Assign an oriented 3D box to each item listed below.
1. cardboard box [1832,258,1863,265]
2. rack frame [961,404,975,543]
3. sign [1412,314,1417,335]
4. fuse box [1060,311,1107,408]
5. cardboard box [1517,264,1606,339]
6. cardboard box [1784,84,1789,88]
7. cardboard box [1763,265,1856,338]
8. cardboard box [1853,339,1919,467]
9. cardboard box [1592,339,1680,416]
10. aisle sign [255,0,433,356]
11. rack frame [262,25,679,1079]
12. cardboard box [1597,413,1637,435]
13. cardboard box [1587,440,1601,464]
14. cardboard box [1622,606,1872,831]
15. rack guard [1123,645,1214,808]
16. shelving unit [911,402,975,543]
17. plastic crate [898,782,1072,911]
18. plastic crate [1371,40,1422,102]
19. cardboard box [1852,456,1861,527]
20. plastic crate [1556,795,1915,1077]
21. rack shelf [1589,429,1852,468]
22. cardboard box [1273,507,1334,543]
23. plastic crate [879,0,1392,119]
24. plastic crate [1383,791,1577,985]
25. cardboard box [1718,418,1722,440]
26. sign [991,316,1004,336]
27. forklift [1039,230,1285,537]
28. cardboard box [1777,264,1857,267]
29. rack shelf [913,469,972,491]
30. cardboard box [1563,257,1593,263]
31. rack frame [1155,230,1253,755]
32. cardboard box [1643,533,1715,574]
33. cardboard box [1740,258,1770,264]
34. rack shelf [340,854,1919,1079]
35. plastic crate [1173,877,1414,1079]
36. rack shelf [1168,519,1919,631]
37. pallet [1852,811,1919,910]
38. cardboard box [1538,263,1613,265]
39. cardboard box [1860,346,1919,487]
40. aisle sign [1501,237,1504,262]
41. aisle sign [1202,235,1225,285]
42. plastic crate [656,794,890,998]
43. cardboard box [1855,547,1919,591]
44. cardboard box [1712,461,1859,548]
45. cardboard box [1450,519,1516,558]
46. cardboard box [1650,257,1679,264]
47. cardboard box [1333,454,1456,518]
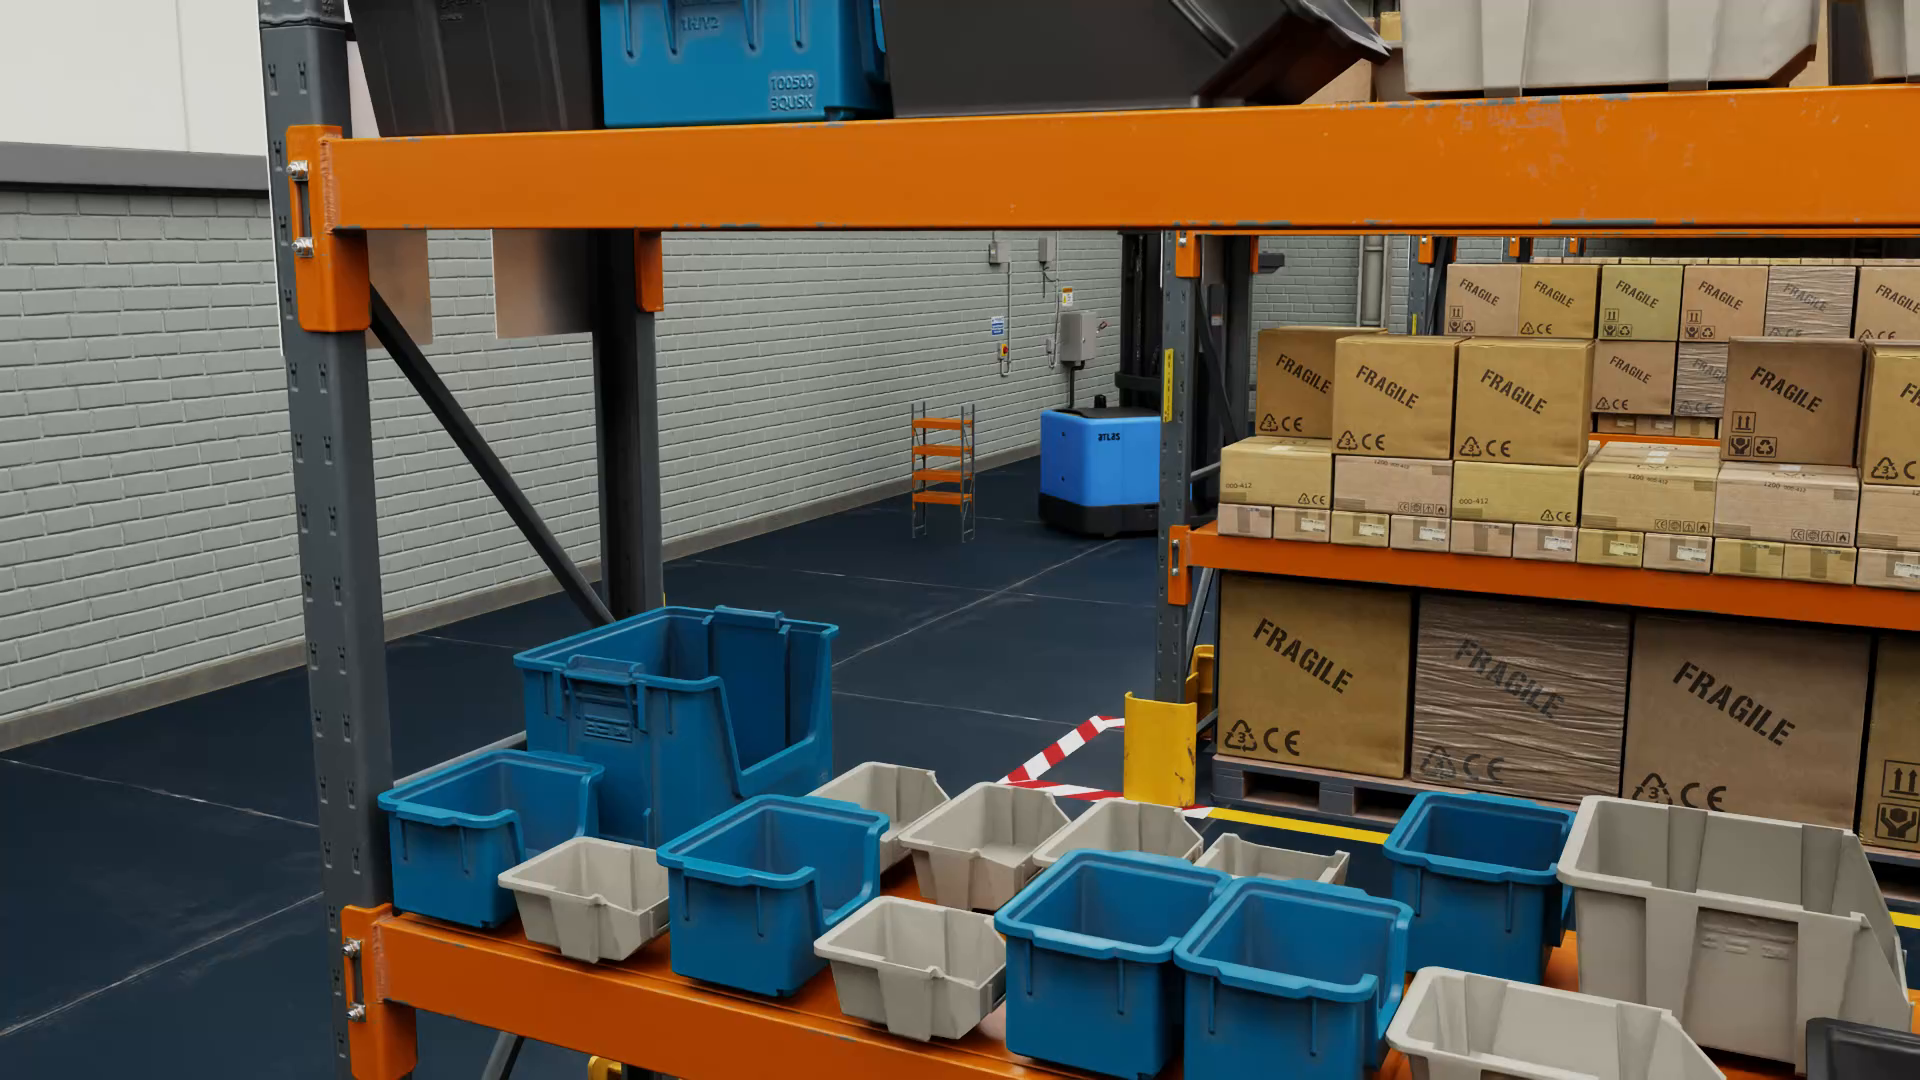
[{"bbox_3d":[8.105,-2.499,15.204,0.250,0.149,0.380,5,11,25],"label":"cardboard box"},{"bbox_3d":[0.070,-0.584,14.589,0.015,1.200,0.240,5,11,26],"label":"rack frame"},{"bbox_3d":[3.238,-1.445,11.858,0.005,0.325,0.100,5,11,26],"label":"sign"},{"bbox_3d":[1.570,-2.034,21.166,0.414,1.711,0.539,5,11,26],"label":"fuse box"},{"bbox_3d":[4.218,-1.676,11.646,0.500,0.500,0.500,5,12,27],"label":"cardboard box"},{"bbox_3d":[3.165,-1.946,6.896,0.500,0.500,0.700,6,12,28],"label":"cardboard box"},{"bbox_3d":[5.605,-1.554,10.970,0.500,0.500,0.500,5,12,27],"label":"cardboard box"},{"bbox_3d":[4.025,-0.566,6.915,0.500,0.500,0.500,5,11,26],"label":"cardboard box"},{"bbox_3d":[4.683,-1.143,11.505,0.500,0.500,0.500,5,11,27],"label":"cardboard box"},{"bbox_3d":[-1.195,-0.767,3.248,0.004,0.787,0.394,5,11,26],"label":"aisle sign"},{"bbox_3d":[-0.999,0.470,3.711,0.127,3.000,1.000,5,11,26],"label":"rack frame"},{"bbox_3d":[4.613,-0.837,11.636,0.250,0.149,0.380,5,11,25],"label":"cardboard box"},{"bbox_3d":[2.655,-0.318,7.649,0.500,0.250,0.500,5,11,24],"label":"cardboard box"},{"bbox_3d":[3.416,0.697,7.241,0.875,0.875,0.875,5,11,26],"label":"cardboard box"},{"bbox_3d":[1.171,0.907,8.314,0.348,0.500,1.175,5,11,26],"label":"rack guard"},{"bbox_3d":[-0.148,-0.603,14.695,0.503,1.200,0.258,5,11,26],"label":"shelving unit"},{"bbox_3d":[0.066,0.631,3.394,0.243,0.136,0.396,5,11,26],"label":"plastic crate"},{"bbox_3d":[0.964,-0.753,2.786,0.530,0.136,0.437,5,11,26],"label":"plastic crate"},{"bbox_3d":[4.030,-0.197,6.983,0.500,0.250,0.500,5,11,26],"label":"cardboard box"},{"bbox_3d":[1.300,0.664,2.802,0.530,0.282,0.437,5,11,26],"label":"plastic crate"},{"bbox_3d":[5.271,-0.594,11.607,4.000,0.370,1.077,5,11,26],"label":"rack shelf"},{"bbox_3d":[1.595,-0.097,7.547,0.250,0.149,0.380,5,11,25],"label":"cardboard box"},{"bbox_3d":[0.249,-0.811,2.541,0.767,0.338,0.504,5,11,26],"label":"plastic crate"},{"bbox_3d":[0.956,0.644,3.052,0.300,0.233,0.416,5,11,26],"label":"plastic crate"},{"bbox_3d":[5.271,-0.763,11.230,0.250,0.149,0.380,5,12,27],"label":"cardboard box"},{"bbox_3d":[0.434,-2.474,19.221,0.001,0.218,0.327,5,11,26],"label":"sign"},{"bbox_3d":[2.300,-1.611,15.402,3.031,2.935,1.130,-4,11,-22],"label":"forklift"},{"bbox_3d":[5.858,-1.635,11.419,0.500,0.500,0.500,5,12,27],"label":"cardboard box"},{"bbox_3d":[-0.148,-0.537,14.707,0.480,0.148,0.258,5,11,26],"label":"rack shelf"},{"bbox_3d":[6.040,-2.683,16.220,0.250,0.149,0.380,5,12,27],"label":"cardboard box"},{"bbox_3d":[1.192,-0.321,8.081,0.127,3.000,1.000,5,11,26],"label":"rack frame"},{"bbox_3d":[2.981,0.025,6.877,0.250,0.149,0.380,5,12,27],"label":"cardboard box"},{"bbox_3d":[7.402,-2.550,15.488,0.250,0.149,0.380,5,11,26],"label":"cardboard box"},{"bbox_3d":[0.794,0.982,2.904,4.000,0.370,1.077,5,11,26],"label":"rack shelf"},{"bbox_3d":[0.526,0.722,2.618,0.300,0.233,0.416,5,11,26],"label":"plastic crate"},{"bbox_3d":[2.986,0.191,7.275,4.000,0.370,1.077,5,11,26],"label":"rack shelf"},{"bbox_3d":[4.132,1.294,6.988,1.213,0.211,1.003,5,11,26],"label":"pallet"},{"bbox_3d":[4.452,-1.757,12.089,0.500,0.500,0.500,5,11,24],"label":"cardboard box"},{"bbox_3d":[3.801,-0.481,6.446,0.500,0.500,0.500,5,11,26],"label":"cardboard box"},{"bbox_3d":[5.384,-3.142,16.370,0.004,0.787,0.394,5,11,26],"label":"aisle sign"},{"bbox_3d":[1.260,-1.654,8.146,0.004,0.787,0.394,5,11,26],"label":"aisle sign"},{"bbox_3d":[-0.333,0.647,3.035,0.300,0.233,0.416,5,11,26],"label":"plastic crate"},{"bbox_3d":[3.669,0.085,6.541,0.250,0.149,0.380,5,12,27],"label":"cardboard box"},{"bbox_3d":[3.344,-0.152,6.732,0.500,0.250,0.500,5,12,27],"label":"cardboard box"},{"bbox_3d":[2.287,-0.036,7.212,0.250,0.149,0.380,5,11,25],"label":"cardboard box"},{"bbox_3d":[6.725,-2.614,15.840,0.250,0.149,0.380,5,11,26],"label":"cardboard box"},{"bbox_3d":[1.972,-0.273,7.400,0.500,0.250,0.500,5,11,25],"label":"cardboard box"}]
